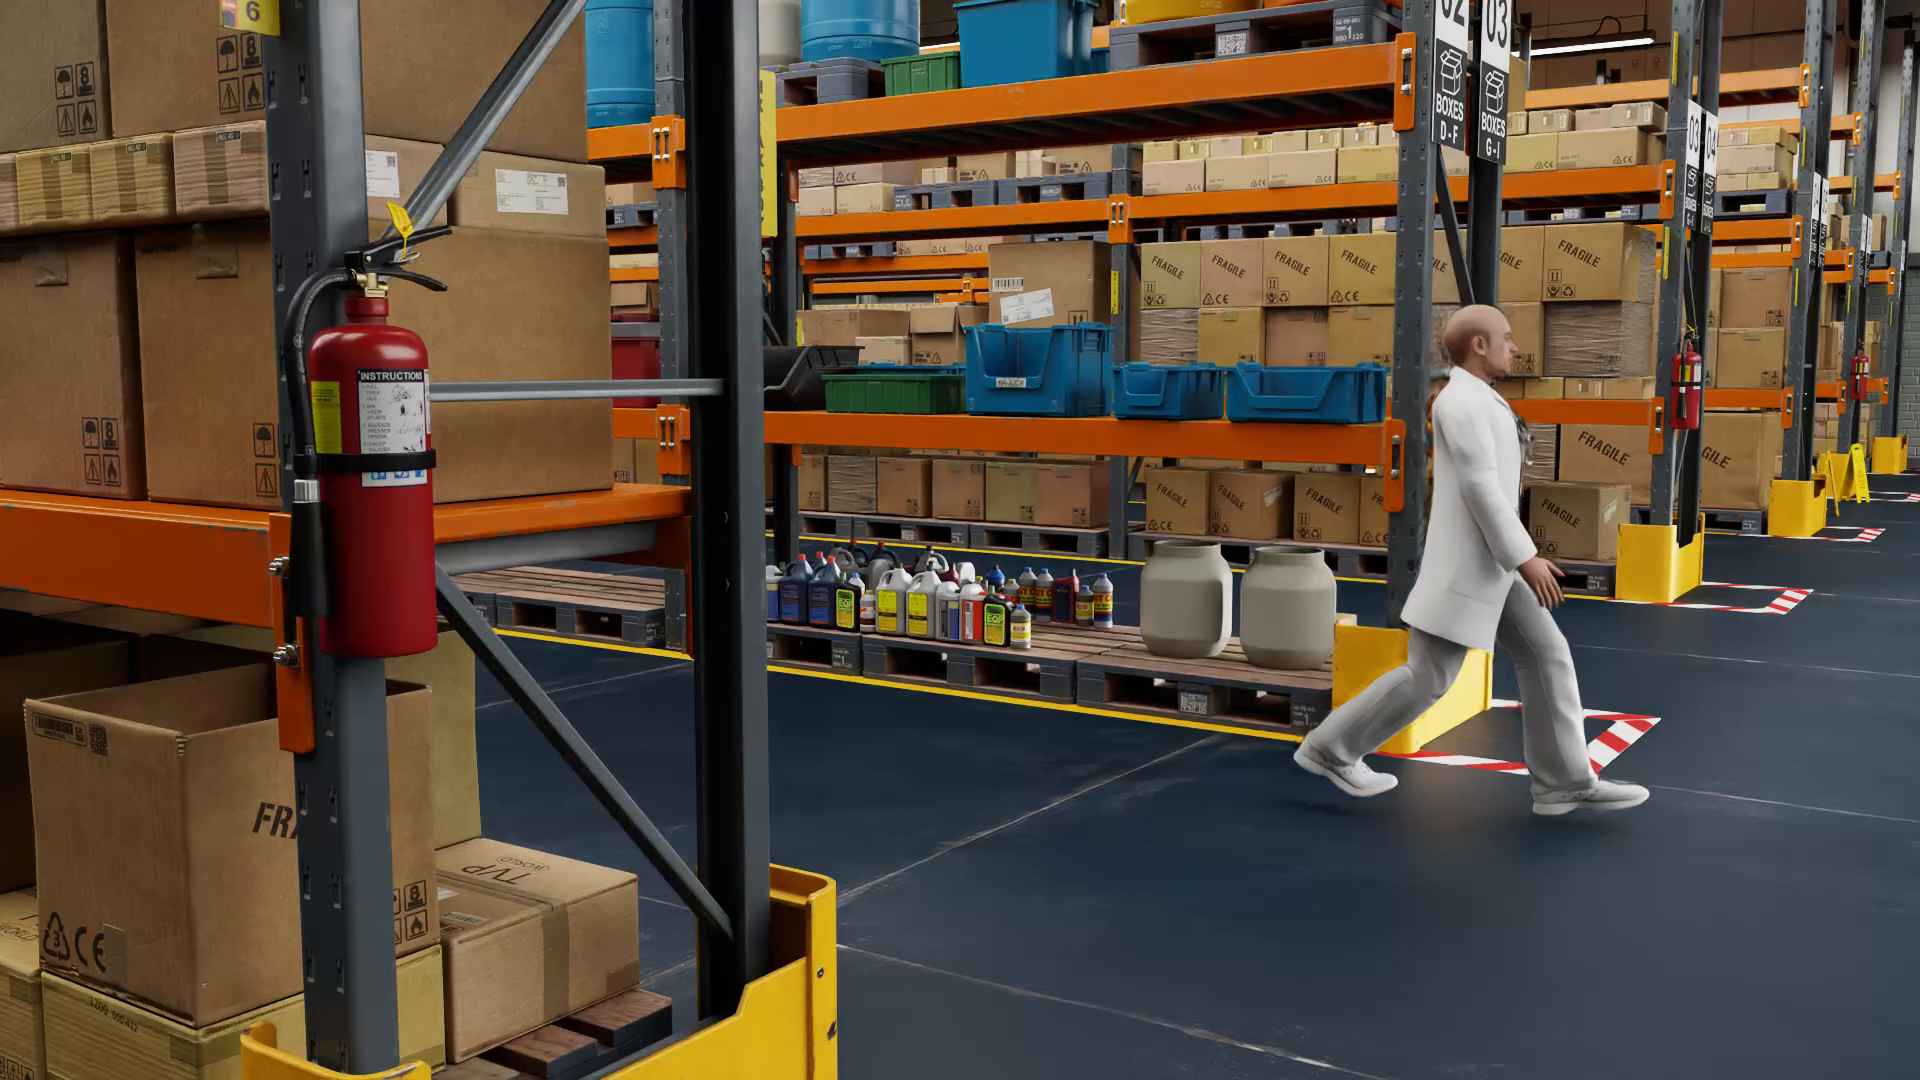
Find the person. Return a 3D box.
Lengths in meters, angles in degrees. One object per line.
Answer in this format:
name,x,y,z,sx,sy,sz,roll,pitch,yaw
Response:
person,1.742,0.120,5.637,1.150,1.625,0.580,3,7,25
